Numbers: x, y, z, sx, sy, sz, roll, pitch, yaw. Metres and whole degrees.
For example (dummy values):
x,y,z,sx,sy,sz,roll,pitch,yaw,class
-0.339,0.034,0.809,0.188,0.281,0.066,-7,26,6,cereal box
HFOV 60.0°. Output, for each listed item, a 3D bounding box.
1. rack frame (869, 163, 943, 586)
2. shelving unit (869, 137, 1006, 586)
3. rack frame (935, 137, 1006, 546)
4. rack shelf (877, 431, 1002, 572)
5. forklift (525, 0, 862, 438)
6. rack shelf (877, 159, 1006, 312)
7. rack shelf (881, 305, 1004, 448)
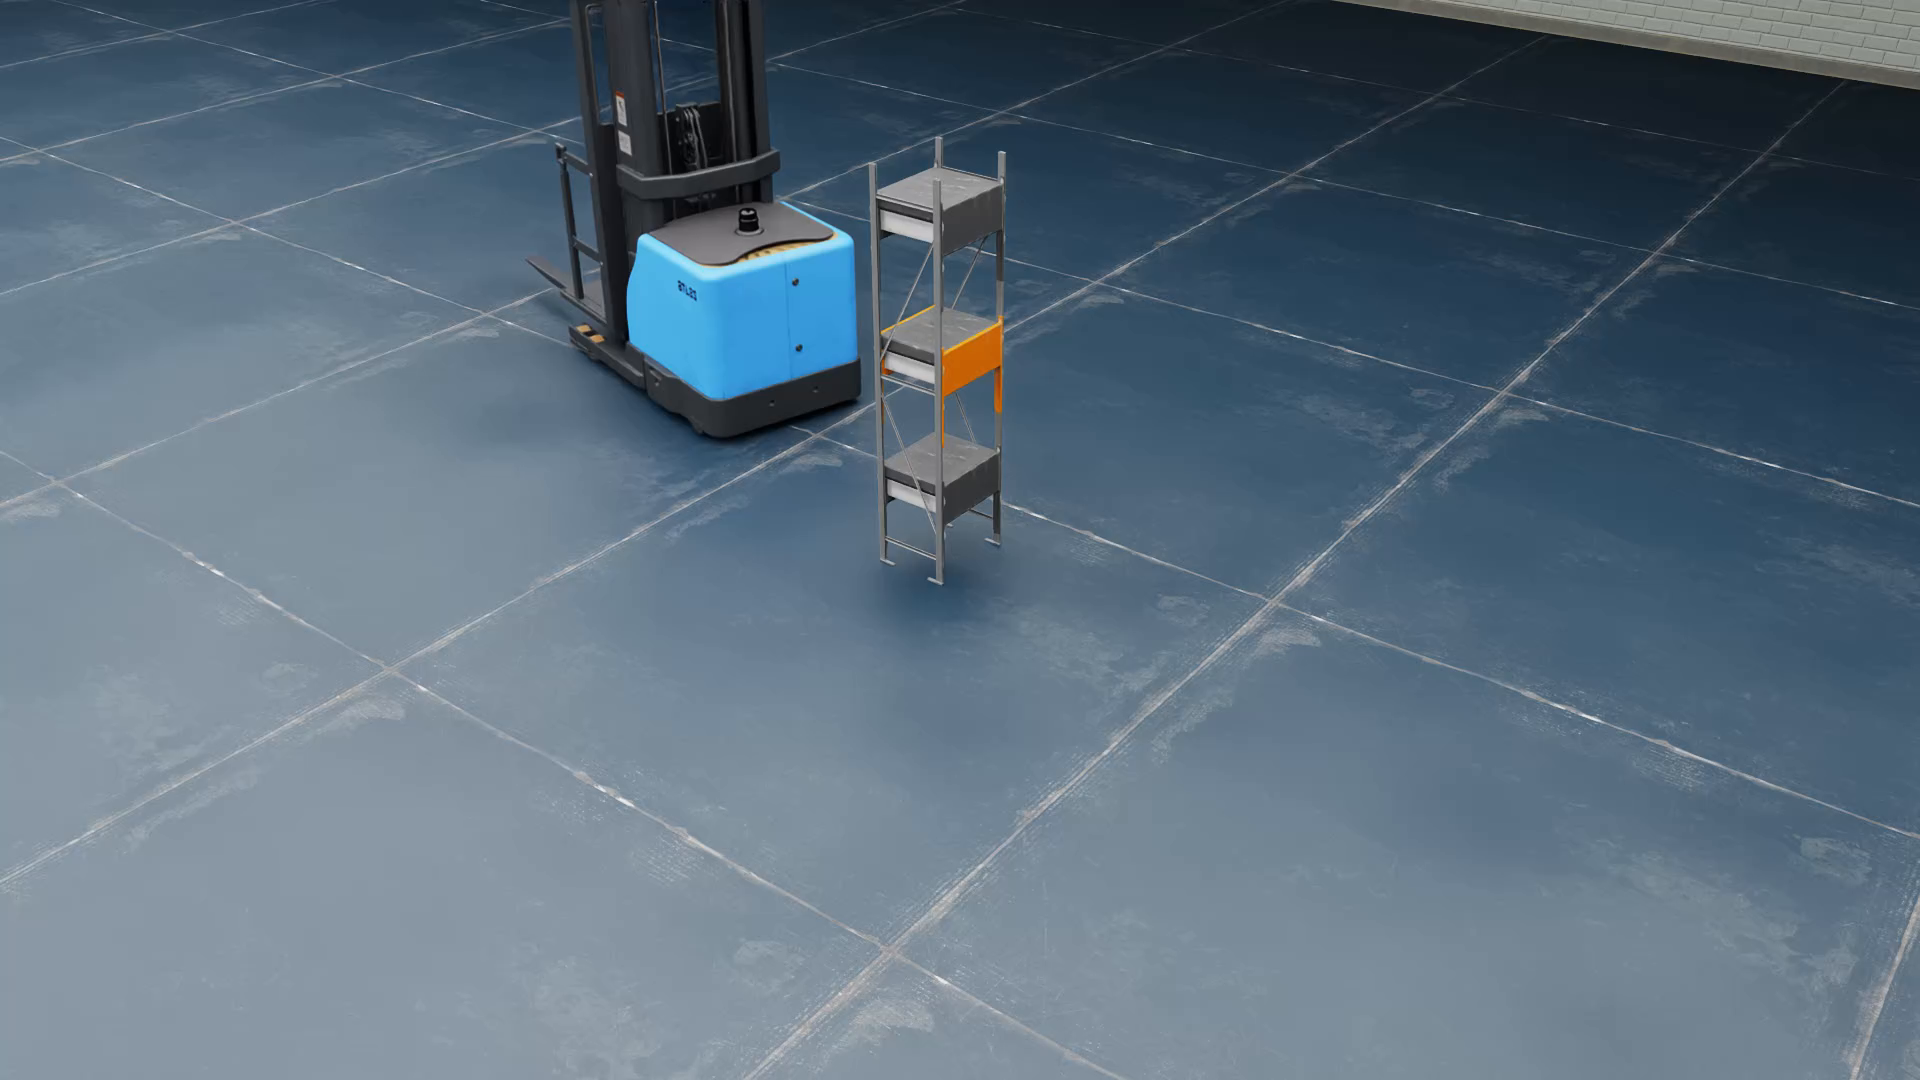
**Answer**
x,y,z,sx,sy,sz,roll,pitch,yaw,class
-0.247,-0.737,7.934,0.400,2.100,0.015,21,37,31,rack frame
-0.100,-0.836,8.101,0.431,2.100,0.503,21,37,31,shelving unit
0.047,-0.935,8.269,0.400,2.100,0.015,21,37,31,rack frame
-0.100,-0.222,8.465,0.431,0.518,0.480,21,37,31,rack shelf
-1.884,-2.546,10.172,1.130,2.935,3.031,-21,36,-31,forklift
-0.100,-1.426,7.751,0.431,0.518,0.480,21,37,31,rack shelf
-0.100,-0.824,8.108,0.431,0.518,0.480,21,37,31,rack shelf
